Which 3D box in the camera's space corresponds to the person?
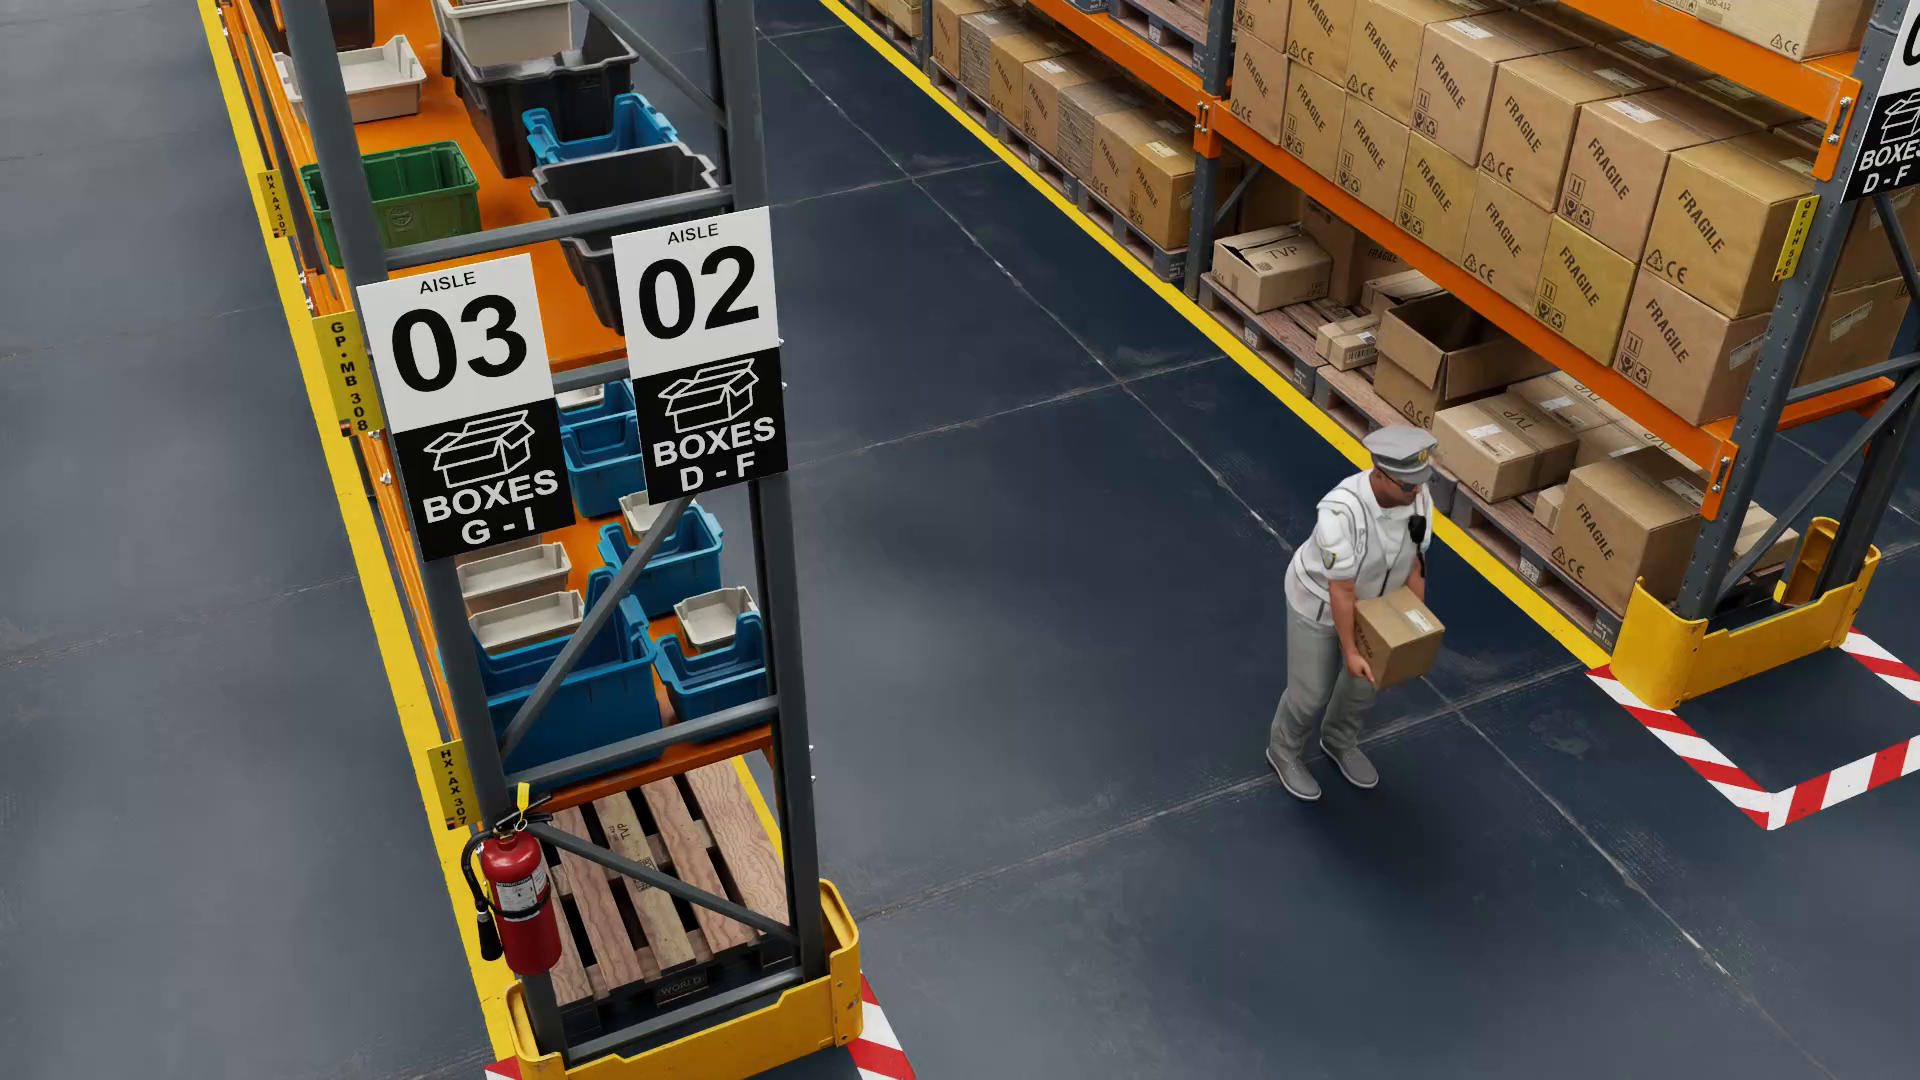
[{"bbox_3d":[1.557,0.294,6.484,0.485,1.732,0.597,-16,40,-21],"label":"person"}]
